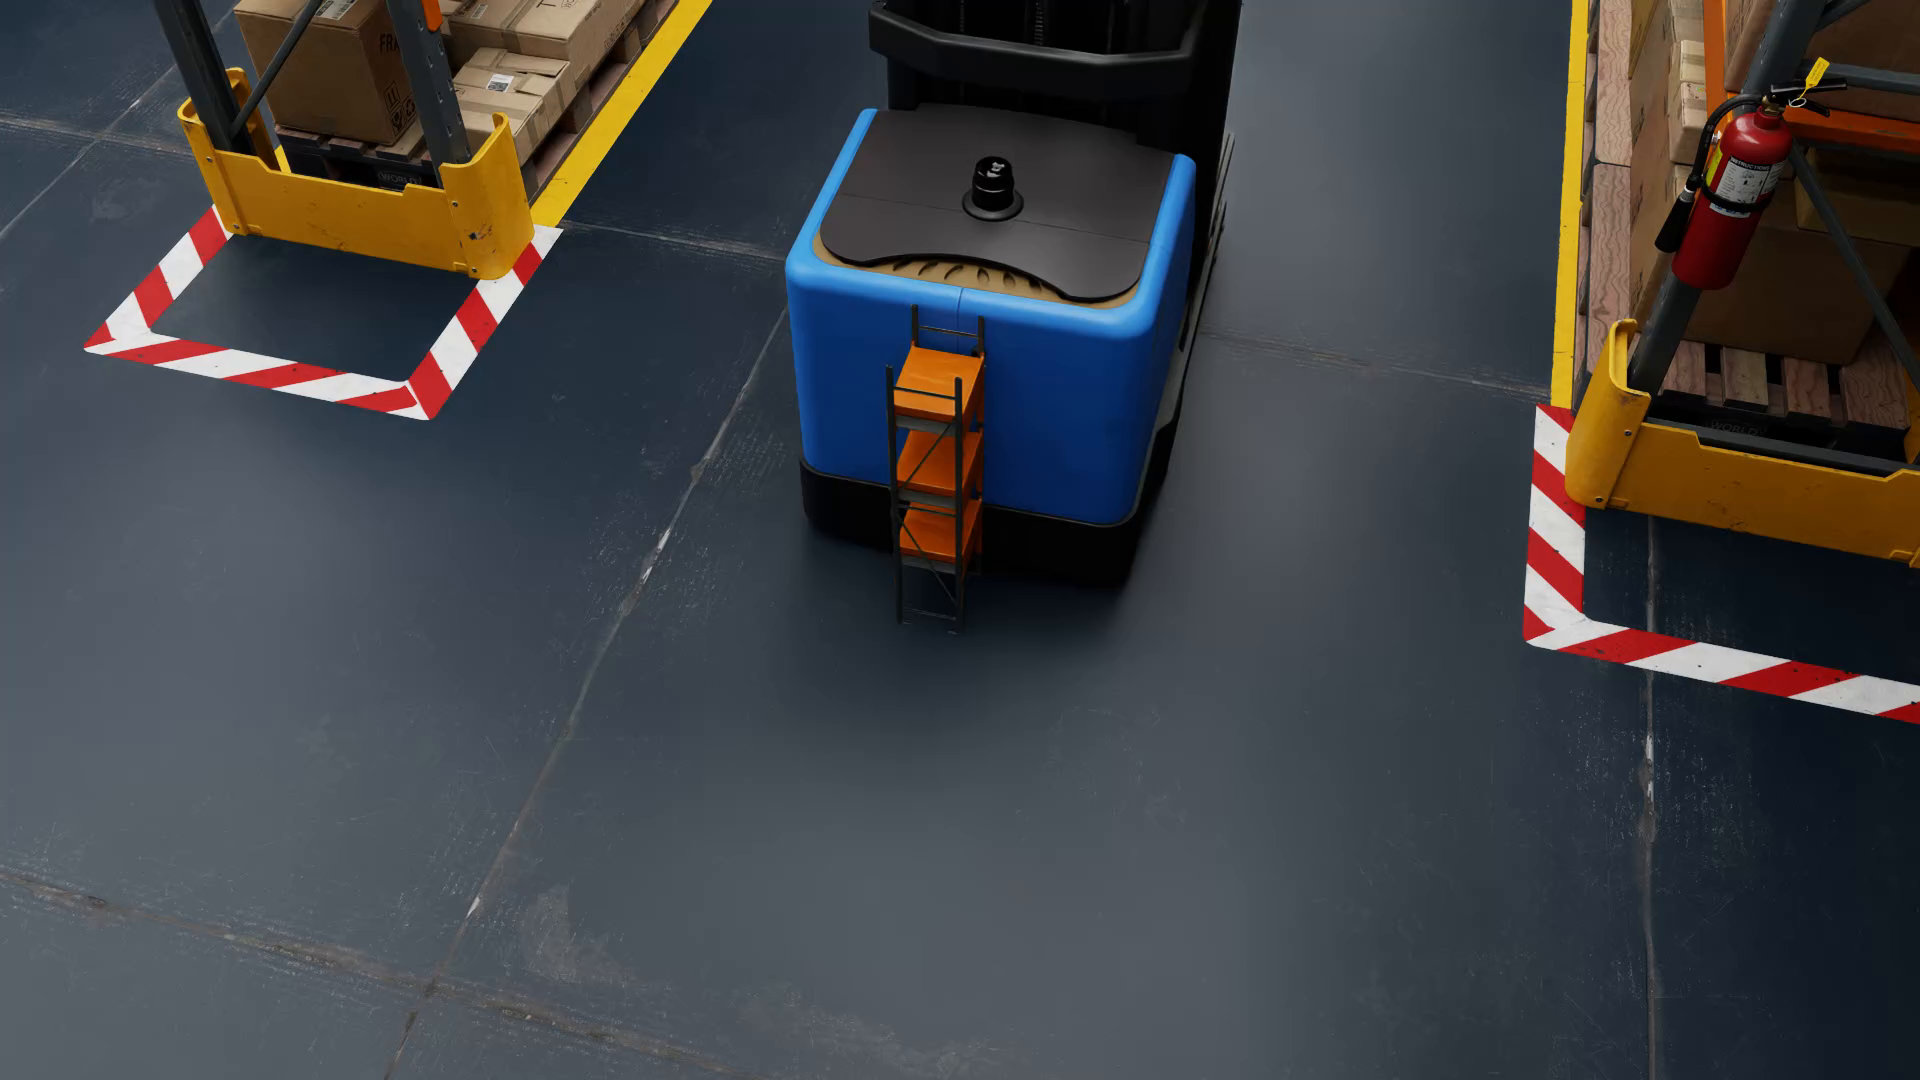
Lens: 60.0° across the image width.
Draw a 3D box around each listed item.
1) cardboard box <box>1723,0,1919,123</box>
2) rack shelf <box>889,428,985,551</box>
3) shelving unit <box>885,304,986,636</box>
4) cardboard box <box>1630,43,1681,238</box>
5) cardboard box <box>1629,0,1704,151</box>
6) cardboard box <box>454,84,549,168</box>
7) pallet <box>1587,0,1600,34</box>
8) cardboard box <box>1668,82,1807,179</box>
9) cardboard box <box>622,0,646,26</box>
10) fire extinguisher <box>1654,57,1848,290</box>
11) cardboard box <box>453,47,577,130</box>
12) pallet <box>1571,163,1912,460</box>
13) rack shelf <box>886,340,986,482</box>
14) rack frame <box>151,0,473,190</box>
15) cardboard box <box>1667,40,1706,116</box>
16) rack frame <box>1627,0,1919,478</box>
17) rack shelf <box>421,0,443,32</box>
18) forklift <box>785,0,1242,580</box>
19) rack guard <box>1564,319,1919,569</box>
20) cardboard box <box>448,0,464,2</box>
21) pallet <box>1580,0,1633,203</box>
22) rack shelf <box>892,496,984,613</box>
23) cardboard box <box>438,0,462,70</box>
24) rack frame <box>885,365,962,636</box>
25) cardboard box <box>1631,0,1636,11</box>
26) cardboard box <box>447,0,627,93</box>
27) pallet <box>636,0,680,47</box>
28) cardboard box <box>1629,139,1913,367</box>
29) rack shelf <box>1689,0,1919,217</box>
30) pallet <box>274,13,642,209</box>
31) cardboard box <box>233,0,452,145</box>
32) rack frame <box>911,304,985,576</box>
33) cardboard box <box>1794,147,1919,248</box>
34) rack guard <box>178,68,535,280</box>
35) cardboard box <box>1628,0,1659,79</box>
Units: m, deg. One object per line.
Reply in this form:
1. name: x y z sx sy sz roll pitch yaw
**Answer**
1. cardboard box: 2.688 -1.612 4.472 0.980 0.700 0.700 14 50 12
2. rack shelf: -0.062 -0.161 4.706 0.215 0.259 0.240 11 49 9
3. shelving unit: -0.062 -0.168 4.698 0.215 1.050 0.252 11 49 9
4. cardboard box: 2.782 -1.341 5.820 0.700 0.500 0.500 11 50 10
5. cardboard box: 2.914 -1.705 6.141 0.700 0.500 0.500 10 49 9
6. cardboard box: -1.775 -1.554 6.228 0.380 0.149 0.250 12 50 10
7. pallet: 3.340 -2.577 7.384 1.003 0.211 1.213 12 50 10
8. cardboard box: 2.509 -1.323 5.371 0.380 0.149 0.250 11 49 10
9. cardboard box: -1.537 -2.413 6.919 0.500 0.250 0.500 12 50 10
10. fire extinguisher: 2.078 -0.974 4.410 0.296 0.674 0.183 12 50 10
11. cardboard box: -1.709 -1.740 6.382 0.380 0.166 0.250 12 50 10
12. pallet: 2.698 -0.812 5.826 1.003 0.211 1.213 12 50 10
13. rack shelf: -0.062 -0.348 4.493 0.215 0.259 0.240 11 49 9
14. rack frame: -2.217 -2.116 5.117 1.000 3.000 0.127 12 50 10
15. cardboard box: 2.575 -1.508 5.535 0.380 0.149 0.250 13 50 11
16. rack frame: 2.563 -1.141 4.257 1.000 3.000 0.127 12 50 10
17. rack shelf: -1.691 -3.325 6.664 1.077 0.370 4.000 12 50 10
18. forklift: 0.367 -1.981 5.043 1.130 2.935 3.031 11 49 9
19. rack guard: 2.557 -0.297 5.179 1.175 0.500 0.348 12 50 10
20. cardboard box: -2.033 -2.475 6.974 0.500 0.250 0.500 12 50 10
21. pallet: 3.021 -1.692 6.603 1.003 0.211 1.213 12 50 10
22. rack shelf: -0.062 0.023 4.914 0.215 0.259 0.240 11 49 9
23. cardboard box: -2.118 -2.041 6.647 0.380 0.166 0.250 12 50 10
24. rack frame: -0.092 -0.079 4.620 0.200 1.050 0.008 11 49 9
25. cardboard box: 3.185 -2.463 6.810 0.700 0.500 0.500 11 50 10
26. cardboard box: -1.669 -2.051 6.600 0.500 0.250 0.500 12 50 10
27. pallet: -1.665 -2.705 7.497 1.003 0.211 1.213 12 50 10
28. cardboard box: 2.651 -0.979 5.501 0.700 0.500 0.500 12 50 10
29. rack shelf: 3.089 -2.350 5.803 1.077 0.370 4.000 12 50 10
30. pallet: -1.988 -1.825 6.720 1.003 0.211 1.213 12 50 10
31. cardboard box: -2.312 -1.877 6.279 0.500 0.500 0.500 12 50 10
32. rack frame: -0.032 -0.256 4.776 0.200 1.050 0.008 11 49 9
33. cardboard box: 2.811 -1.064 5.143 0.380 0.149 0.250 12 50 10
34. rack guard: -2.197 -1.344 6.103 1.175 0.500 0.348 12 50 10
35. cardboard box: 3.047 -2.092 6.483 0.700 0.500 0.500 13 50 11
